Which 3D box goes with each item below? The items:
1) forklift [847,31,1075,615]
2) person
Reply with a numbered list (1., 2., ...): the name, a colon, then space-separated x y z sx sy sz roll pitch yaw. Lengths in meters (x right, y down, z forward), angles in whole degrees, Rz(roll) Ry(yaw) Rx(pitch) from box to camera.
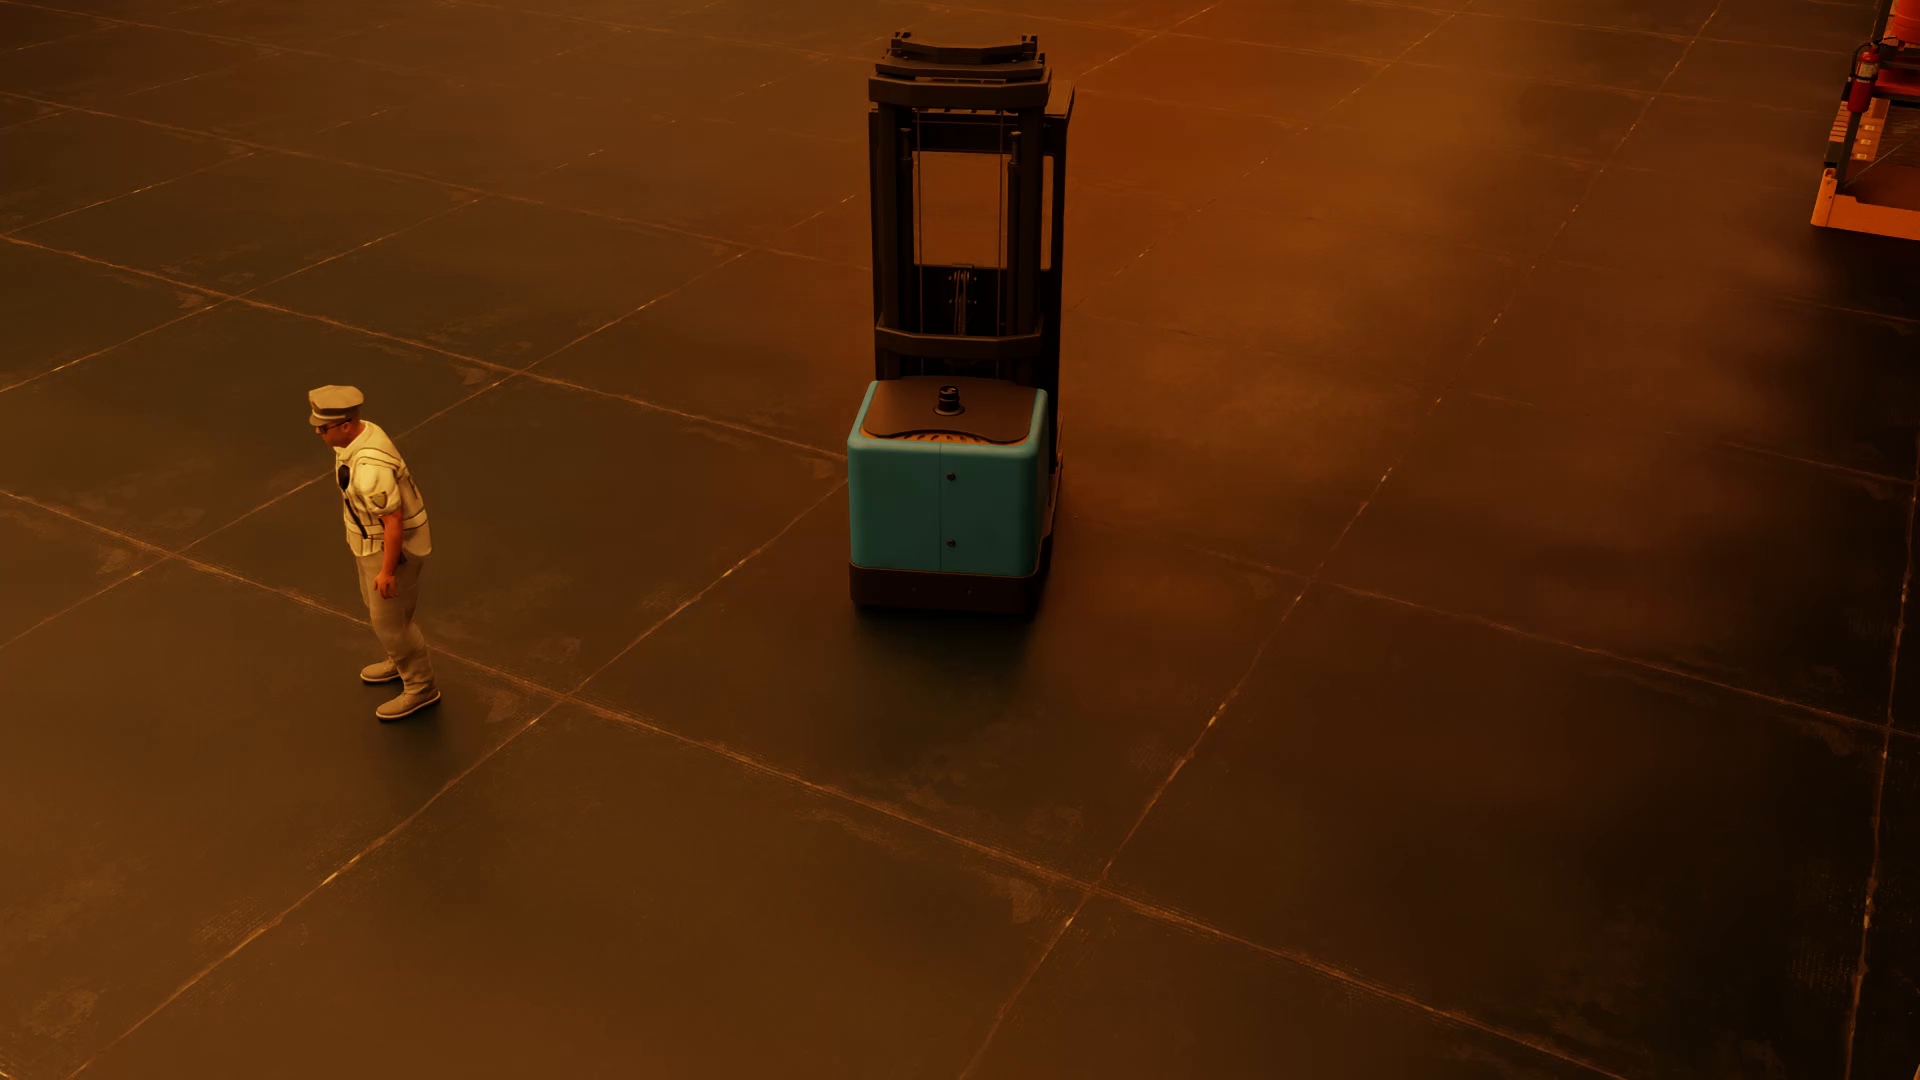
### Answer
1. forklift: 0.072 -1.572 9.794 1.130 2.935 3.031 3 30 6
2. person: -2.837 0.035 8.192 0.433 1.748 0.595 -15 33 -25
